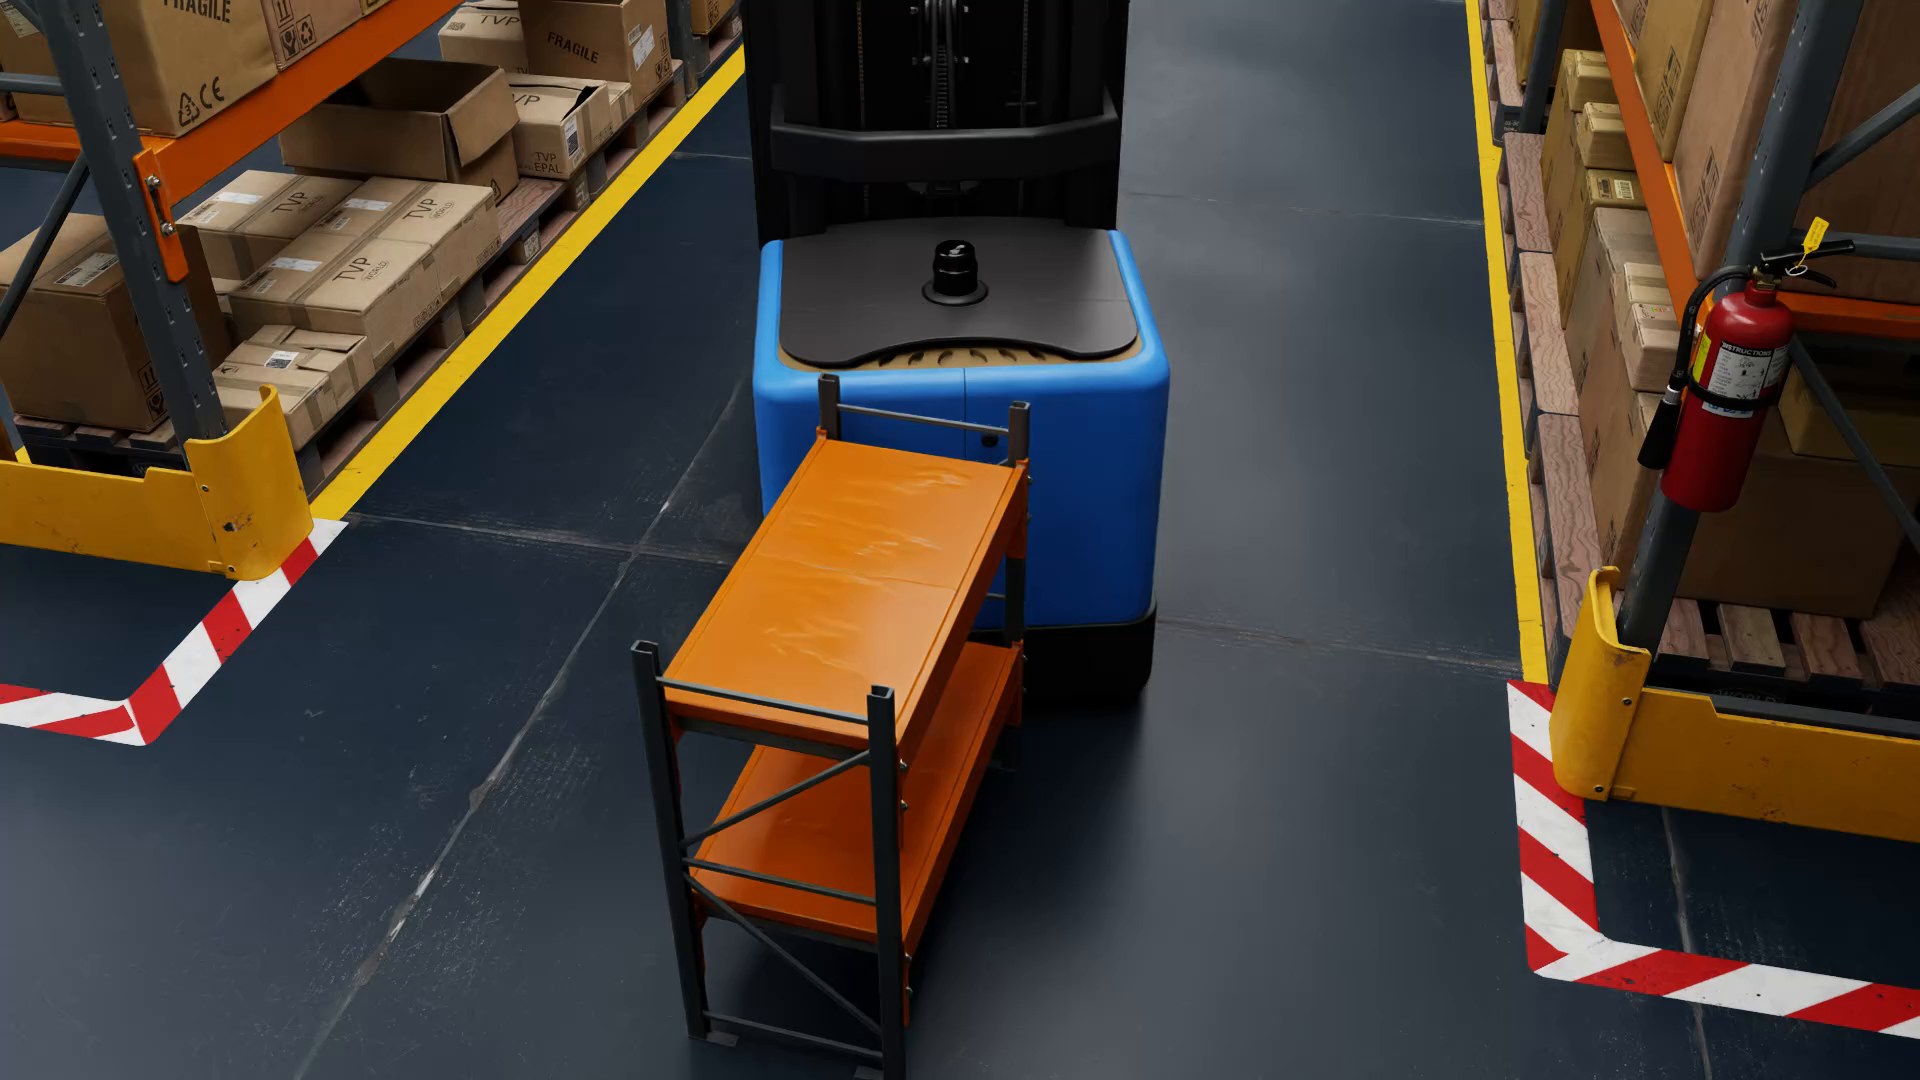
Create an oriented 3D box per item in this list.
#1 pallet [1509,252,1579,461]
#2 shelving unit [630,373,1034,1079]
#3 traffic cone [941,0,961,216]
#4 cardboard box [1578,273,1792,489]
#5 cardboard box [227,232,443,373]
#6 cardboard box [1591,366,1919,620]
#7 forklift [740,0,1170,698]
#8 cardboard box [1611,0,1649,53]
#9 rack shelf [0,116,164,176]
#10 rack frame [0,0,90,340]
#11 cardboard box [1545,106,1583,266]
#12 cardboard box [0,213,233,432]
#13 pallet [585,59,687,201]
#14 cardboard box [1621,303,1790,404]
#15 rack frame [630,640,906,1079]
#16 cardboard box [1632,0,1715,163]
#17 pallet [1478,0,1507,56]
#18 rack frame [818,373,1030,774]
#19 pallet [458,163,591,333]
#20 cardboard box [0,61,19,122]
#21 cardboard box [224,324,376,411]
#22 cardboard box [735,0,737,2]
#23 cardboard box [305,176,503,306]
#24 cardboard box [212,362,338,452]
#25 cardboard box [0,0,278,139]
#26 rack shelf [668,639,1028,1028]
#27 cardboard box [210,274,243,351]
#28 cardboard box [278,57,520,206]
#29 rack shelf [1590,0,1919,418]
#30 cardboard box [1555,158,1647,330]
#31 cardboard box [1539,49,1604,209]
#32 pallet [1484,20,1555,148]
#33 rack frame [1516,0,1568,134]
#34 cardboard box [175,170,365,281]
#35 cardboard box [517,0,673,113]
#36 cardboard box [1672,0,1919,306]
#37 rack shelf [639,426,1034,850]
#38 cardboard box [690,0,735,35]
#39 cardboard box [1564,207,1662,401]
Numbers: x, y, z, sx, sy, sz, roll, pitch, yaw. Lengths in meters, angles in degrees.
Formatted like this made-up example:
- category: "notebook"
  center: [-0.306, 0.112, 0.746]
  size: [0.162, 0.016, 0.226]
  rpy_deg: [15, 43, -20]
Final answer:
- category: "pallet"
  center: [2.525, -0.627, 5.936]
  size: [1.003, 0.211, 1.213]
  rpy_deg: [7, 37, 10]
- category: "shelving unit"
  center: [-0.223, 0.401, 3.738]
  size: [0.538, 1.125, 1.048]
  rpy_deg: [9, 37, 13]
- category: "traffic cone"
  center: [-0.020, -0.999, 4.782]
  size: [0.139, 1.202, 0.309]
  rpy_deg: [7, 37, 10]
- category: "cardboard box"
  center: [2.327, -0.450, 5.086]
  size: [0.700, 0.500, 0.500]
  rpy_deg: [7, 37, 10]
- category: "cardboard box"
  center: [-2.172, -0.837, 5.817]
  size: [0.500, 0.250, 0.500]
  rpy_deg: [7, 37, 10]
- category: "cardboard box"
  center: [2.220, -0.163, 4.691]
  size: [0.700, 0.500, 0.500]
  rpy_deg: [7, 37, 10]
- category: "forklift"
  center: [-0.087, -1.579, 4.931]
  size: [1.130, 2.935, 3.031]
  rpy_deg: [-2, 36, -3]
- category: "cardboard box"
  center: [2.584, -1.861, 5.005]
  size: [0.980, 0.700, 0.700]
  rpy_deg: [6, 36, 8]
- category: "rack shelf"
  center: [-2.245, -2.144, 6.099]
  size: [0.919, 0.124, 3.809]
  rpy_deg: [7, 37, 10]
- category: "rack frame"
  center: [-2.669, -1.209, 4.363]
  size: [0.949, 2.616, 0.053]
  rpy_deg: [7, 37, 10]
- category: "cardboard box"
  center: [2.652, -1.339, 6.313]
  size: [0.700, 0.500, 0.500]
  rpy_deg: [7, 37, 9]
- category: "cardboard box"
  center: [-2.796, -0.718, 5.440]
  size: [0.500, 0.500, 0.500]
  rpy_deg: [7, 37, 10]
- category: "pallet"
  center: [-1.965, -1.980, 7.802]
  size: [1.003, 0.211, 1.213]
  rpy_deg: [7, 37, 10]
- category: "cardboard box"
  center: [2.070, -0.522, 4.633]
  size: [0.380, 0.149, 0.250]
  rpy_deg: [7, 37, 9]
- category: "rack frame"
  center: [-0.362, 0.688, 3.342]
  size: [0.500, 1.125, 0.032]
  rpy_deg: [9, 37, 13]
- category: "cardboard box"
  center: [2.412, -1.425, 4.404]
  size: [0.980, 0.700, 0.700]
  rpy_deg: [7, 37, 10]
- category: "pallet"
  center: [3.372, -2.908, 9.083]
  size: [1.003, 0.211, 1.213]
  rpy_deg: [7, 37, 10]
- category: "rack frame"
  center: [-0.085, 0.114, 4.134]
  size: [0.500, 1.125, 0.032]
  rpy_deg: [9, 37, 13]
- category: "pallet"
  center: [-2.224, -1.279, 6.835]
  size: [1.003, 0.211, 1.213]
  rpy_deg: [7, 37, 10]
- category: "cardboard box"
  center: [-2.842, -1.541, 4.735]
  size: [0.500, 0.500, 0.500]
  rpy_deg: [8, 37, 11]
- category: "cardboard box"
  center: [-2.193, -0.581, 5.535]
  size: [0.380, 0.166, 0.250]
  rpy_deg: [7, 37, 10]
- category: "cardboard box"
  center: [-1.373, -3.223, 8.896]
  size: [0.500, 0.500, 0.500]
  rpy_deg: [8, 37, 11]
- category: "cardboard box"
  center: [-2.065, -1.124, 6.213]
  size: [0.500, 0.250, 0.500]
  rpy_deg: [7, 37, 10]
- category: "cardboard box"
  center: [-2.247, -0.431, 5.342]
  size: [0.380, 0.149, 0.250]
  rpy_deg: [7, 37, 10]
- category: "cardboard box"
  center: [-2.319, -1.472, 4.639]
  size: [0.500, 0.500, 0.500]
  rpy_deg: [8, 37, 11]
- category: "rack shelf"
  center: [-0.223, 0.599, 3.882]
  size: [0.538, 0.278, 1.000]
  rpy_deg: [9, 37, 13]
- category: "cardboard box"
  center: [-2.622, -0.804, 5.843]
  size: [0.380, 0.166, 0.250]
  rpy_deg: [7, 37, 10]
- category: "cardboard box"
  center: [-2.214, -1.593, 6.644]
  size: [0.797, 0.503, 0.637]
  rpy_deg: [7, 37, 10]
- category: "rack shelf"
  center: [2.596, -1.446, 5.303]
  size: [1.077, 0.370, 4.000]
  rpy_deg: [7, 37, 10]
- category: "cardboard box"
  center: [2.540, -1.045, 5.907]
  size: [0.700, 0.500, 0.500]
  rpy_deg: [8, 37, 11]
- category: "cardboard box"
  center: [2.763, -1.626, 6.710]
  size: [0.700, 0.500, 0.500]
  rpy_deg: [8, 37, 11]
- category: "pallet"
  center: [3.114, -2.207, 8.115]
  size: [1.003, 0.211, 1.213]
  rpy_deg: [7, 37, 10]
- category: "rack frame"
  center: [3.023, -2.884, 6.673]
  size: [1.000, 3.000, 0.127]
  rpy_deg: [7, 37, 10]
- category: "cardboard box"
  center: [-2.564, -1.158, 6.260]
  size: [0.500, 0.250, 0.500]
  rpy_deg: [7, 37, 10]
- category: "cardboard box"
  center: [-1.662, -2.307, 7.632]
  size: [0.500, 0.500, 0.500]
  rpy_deg: [7, 37, 10]
- category: "cardboard box"
  center: [2.267, -1.006, 3.826]
  size: [0.980, 0.700, 0.700]
  rpy_deg: [9, 37, 12]
- category: "rack shelf"
  center: [-0.223, 0.164, 3.566]
  size: [0.538, 0.278, 1.000]
  rpy_deg: [9, 37, 13]
- category: "cardboard box"
  center: [-1.476, -2.916, 8.472]
  size: [0.500, 0.500, 0.500]
  rpy_deg: [6, 36, 8]
- category: "cardboard box"
  center: [2.434, -0.738, 5.484]
  size: [0.700, 0.500, 0.500]
  rpy_deg: [6, 36, 8]
